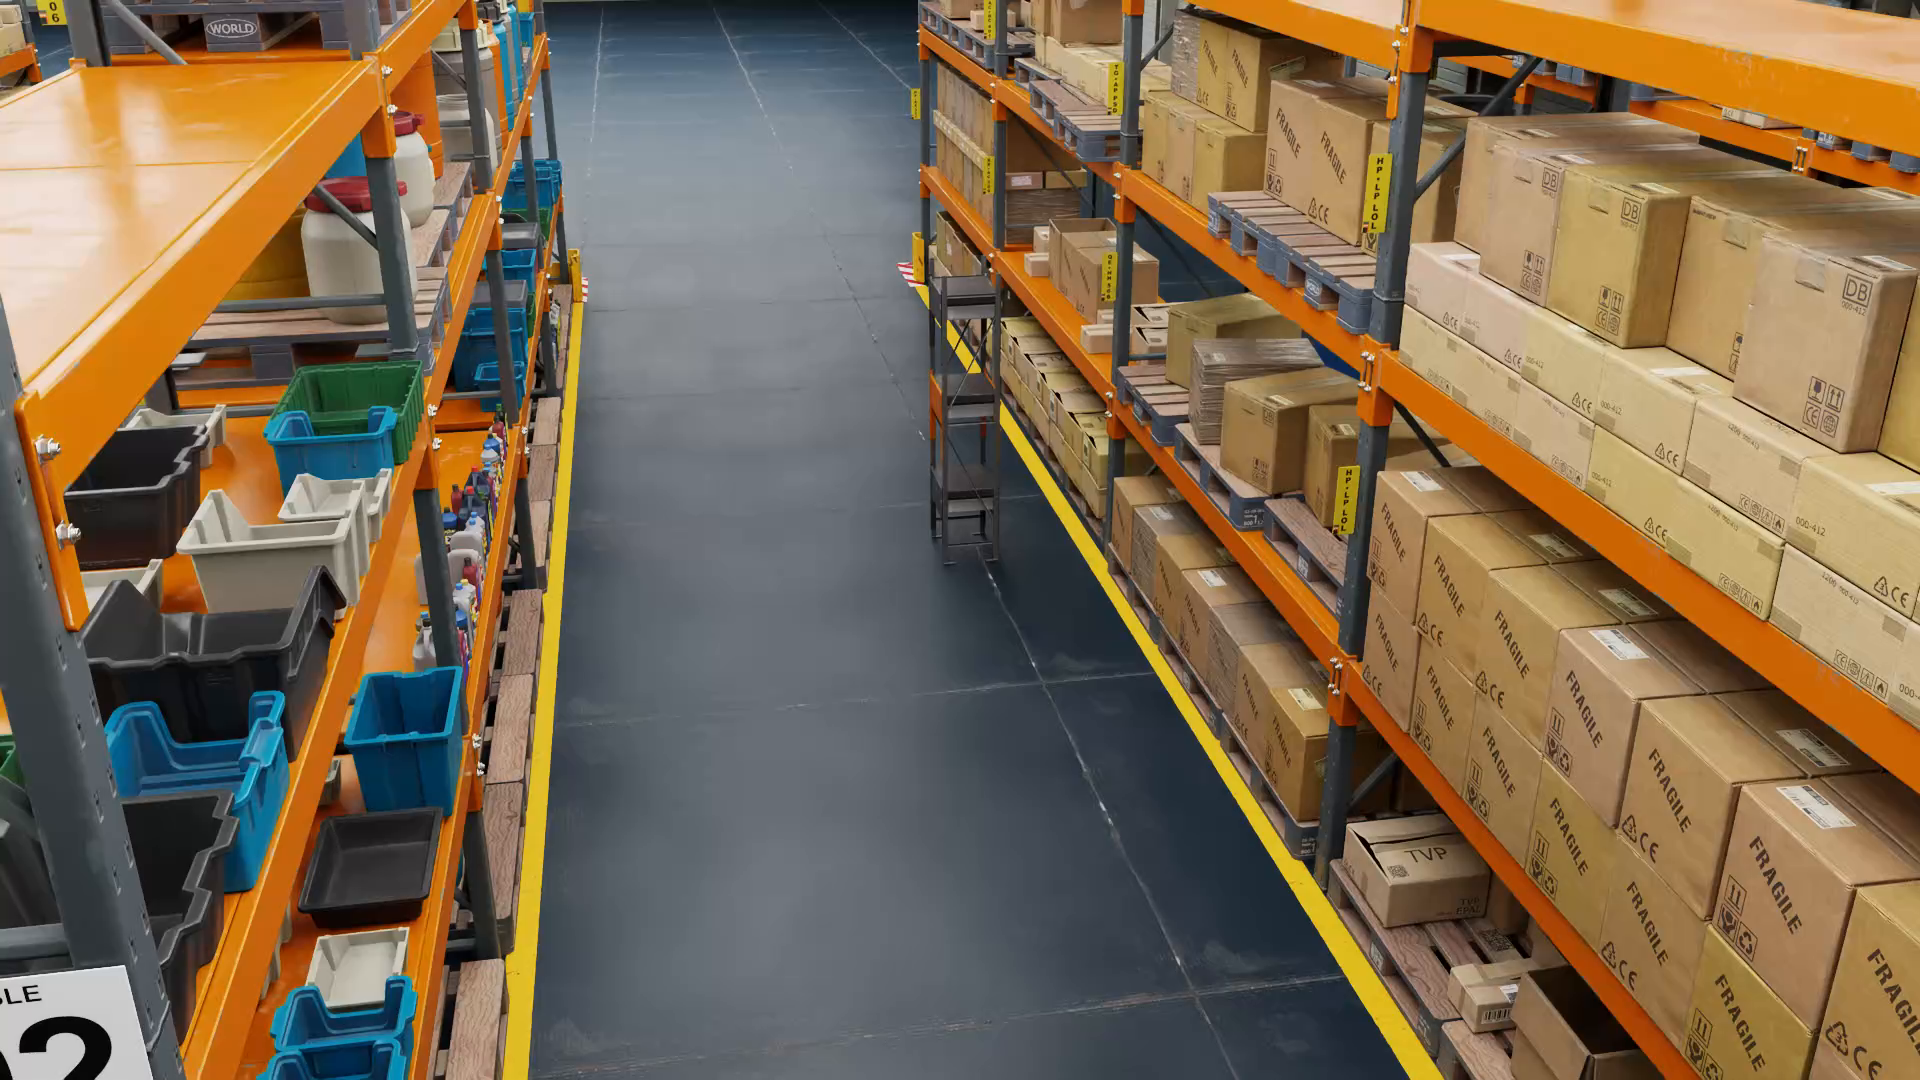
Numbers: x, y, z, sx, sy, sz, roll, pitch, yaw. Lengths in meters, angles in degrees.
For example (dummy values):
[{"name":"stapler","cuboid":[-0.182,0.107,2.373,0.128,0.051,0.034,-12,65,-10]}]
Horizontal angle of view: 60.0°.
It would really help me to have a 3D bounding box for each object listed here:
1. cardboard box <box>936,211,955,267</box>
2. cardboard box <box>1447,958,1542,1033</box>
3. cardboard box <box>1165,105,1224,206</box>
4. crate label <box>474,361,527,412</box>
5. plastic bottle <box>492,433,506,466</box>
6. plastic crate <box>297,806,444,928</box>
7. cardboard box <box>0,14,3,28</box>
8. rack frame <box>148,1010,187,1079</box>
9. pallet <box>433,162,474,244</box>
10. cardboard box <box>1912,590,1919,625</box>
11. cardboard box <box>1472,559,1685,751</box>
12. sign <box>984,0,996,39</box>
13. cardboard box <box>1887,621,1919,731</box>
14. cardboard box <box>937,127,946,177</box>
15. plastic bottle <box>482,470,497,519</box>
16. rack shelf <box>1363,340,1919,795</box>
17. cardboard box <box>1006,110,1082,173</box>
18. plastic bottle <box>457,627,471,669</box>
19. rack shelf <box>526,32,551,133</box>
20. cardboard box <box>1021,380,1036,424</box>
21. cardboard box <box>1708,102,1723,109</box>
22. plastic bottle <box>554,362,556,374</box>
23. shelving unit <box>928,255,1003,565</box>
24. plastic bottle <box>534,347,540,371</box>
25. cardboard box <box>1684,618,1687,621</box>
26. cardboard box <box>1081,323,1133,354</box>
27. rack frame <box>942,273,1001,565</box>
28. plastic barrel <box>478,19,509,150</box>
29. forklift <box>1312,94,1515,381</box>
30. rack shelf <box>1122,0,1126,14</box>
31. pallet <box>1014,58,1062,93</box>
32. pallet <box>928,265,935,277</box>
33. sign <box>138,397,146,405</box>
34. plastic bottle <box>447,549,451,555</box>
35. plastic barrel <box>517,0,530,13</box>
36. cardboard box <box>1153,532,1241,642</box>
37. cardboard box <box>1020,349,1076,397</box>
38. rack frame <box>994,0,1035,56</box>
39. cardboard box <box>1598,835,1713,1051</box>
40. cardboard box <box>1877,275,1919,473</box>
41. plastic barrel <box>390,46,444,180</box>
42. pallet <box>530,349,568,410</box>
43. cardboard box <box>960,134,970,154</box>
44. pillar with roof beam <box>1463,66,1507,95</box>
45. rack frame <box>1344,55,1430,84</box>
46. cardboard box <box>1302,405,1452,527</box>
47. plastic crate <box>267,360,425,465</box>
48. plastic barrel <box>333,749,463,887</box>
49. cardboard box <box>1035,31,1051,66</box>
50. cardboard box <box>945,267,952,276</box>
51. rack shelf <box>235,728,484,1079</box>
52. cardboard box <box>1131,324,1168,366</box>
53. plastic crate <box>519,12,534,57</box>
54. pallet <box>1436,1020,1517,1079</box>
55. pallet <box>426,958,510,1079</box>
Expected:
[{"name":"cardboard box","cuboid":[0.034,-3.261,17.942,0.500,0.500,0.500,-4,24,-10]},{"name":"cardboard box","cuboid":[2.313,1.929,7.076,0.380,0.166,0.250,-4,24,-10]},{"name":"cardboard box","cuboid":[1.746,-2.312,9.924,0.910,0.500,0.500,-4,24,-10]},{"name":"crate label","cuboid":[-3.040,-1.013,11.032,0.303,0.233,0.416,-4,24,-10]},{"name":"plastic bottle","cuboid":[-2.790,-0.541,9.988,0.097,0.201,0.097,0,24,0]},{"name":"plastic crate","cuboid":[-2.120,1.196,6.033,0.437,0.125,0.590,-4,24,-10]},{"name":"cardboard box","cuboid":[-9.228,-4.869,15.591,0.380,0.149,0.250,-5,24,-12]},{"name":"rack frame","cuboid":[-1.851,2.250,3.350,1.000,3.000,0.127,-4,24,-10]},{"name":"pallet","cuboid":[-3.285,-1.877,9.287,1.003,0.211,1.213,-4,24,-10]},{"name":"cardboard box","cuboid":[2.672,0.167,3.935,0.500,0.250,0.500,-4,24,-10]},{"name":"cardboard box","cuboid":[2.279,0.419,6.169,0.500,0.500,0.500,-5,24,-11]},{"name":"sign","cuboid":[0.253,-4.441,14.179,0.100,0.325,0.005,-4,24,-10]},{"name":"cardboard box","cuboid":[2.663,0.397,4.034,0.500,0.250,0.500,-4,24,-10]},{"name":"cardboard box","cuboid":[0.133,-4.270,18.153,0.700,0.500,0.500,-4,24,-10]},{"name":"plastic bottle","cuboid":[-2.625,-0.266,9.257,0.061,0.283,0.133,-4,24,-10]},{"name":"rack shelf","cuboid":[2.648,0.053,5.531,1.077,0.370,4.000,-4,24,-10]},{"name":"cardboard box","cuboid":[0.710,-3.649,15.113,0.700,0.500,0.500,-4,24,-9]},{"name":"plastic bottle","cuboid":[-2.303,0.495,7.616,0.097,0.201,0.097,0,24,0]},{"name":"rack shelf","cuboid":[-4.440,-4.302,15.502,1.077,0.370,4.000,-4,24,-10]},{"name":"cardboard box","cuboid":[0.821,-1.186,14.128,0.500,0.250,0.500,-5,24,-11]},{"name":"cardboard box","cuboid":[6.257,-3.578,12.792,0.797,0.503,0.637,-1,24,-2]},{"name":"plastic bottle","cuboid":[-3.698,-1.579,14.977,0.097,0.271,0.097,0,24,0]},{"name":"shelving unit","cuboid":[0.031,-0.897,11.681,0.431,2.100,0.503,-4,24,-10]},{"name":"plastic bottle","cuboid":[-3.889,-1.702,15.242,0.061,0.283,0.133,-4,24,-10]},{"name":"cardboard box","cuboid":[2.816,0.387,6.242,0.500,0.500,0.500,-4,24,-9]},{"name":"cardboard box","cuboid":[1.100,-1.480,12.205,0.380,0.149,0.250,-4,24,-10]},{"name":"rack frame","cuboid":[0.076,-0.801,11.461,0.400,2.100,0.015,-4,24,-10]},{"name":"plastic barrel","cuboid":[-3.390,-3.064,11.234,0.600,0.830,0.708,-4,24,-10]},{"name":"forklift","cuboid":[3.937,-1.815,12.743,1.130,2.935,3.031,-8,25,-17]},{"name":"rack shelf","cuboid":[1.168,-4.285,12.216,1.077,0.370,4.000,-4,24,-10]},{"name":"pallet","cuboid":[0.974,-3.776,13.639,0.805,0.209,1.217,-5,24,-12]},{"name":"pallet","cuboid":[0.241,-2.833,18.472,1.003,0.211,1.213,-4,24,-10]},{"name":"sign","cuboid":[-3.132,-0.662,6.259,0.100,0.325,0.005,-4,24,-10]},{"name":"plastic bottle","cuboid":[-2.635,0.119,8.479,0.097,0.201,0.097,0,24,0]},{"name":"plastic barrel","cuboid":[-4.474,-5.258,16.033,0.600,0.588,0.600,0,24,0]},{"name":"cardboard box","cuboid":[1.532,0.286,10.422,0.500,0.500,0.500,-5,24,-10]},{"name":"cardboard box","cuboid":[0.814,-1.443,14.016,0.500,0.311,0.500,-5,24,-11]},{"name":"rack frame","cuboid":[0.799,-5.584,13.793,1.000,3.000,0.127,-4,24,-10]},{"name":"cardboard box","cuboid":[2.481,1.283,5.440,0.500,0.500,0.500,-4,24,-9]},{"name":"cardboard box","cuboid":[2.897,-0.397,4.290,0.700,0.500,0.500,-4,24,-10]},{"name":"plastic barrel","cuboid":[-3.228,-2.437,9.273,0.600,0.830,0.708,-4,24,-10]},{"name":"pallet","cuboid":[-4.153,-1.459,15.328,1.003,0.211,1.213,-4,24,-10]},{"name":"cardboard box","cuboid":[0.203,-3.977,16.672,0.380,0.149,0.250,-4,24,-9]},{"name":"pillar with roof beam","cuboid":[1.675,-6.996,17.025,9.100,9.000,0.400,-4,24,-10]},{"name":"rack frame","cuboid":[4.926,-4.777,19.439,1.000,3.000,0.127,-4,24,-10]},{"name":"cardboard box","cuboid":[2.221,-0.395,8.758,0.700,0.500,0.500,-1,24,-1]},{"name":"plastic crate","cuboid":[-2.215,-0.457,6.064,0.450,0.188,0.662,-4,24,-10]},{"name":"plastic barrel","cuboid":[-2.675,1.231,7.782,0.600,0.901,0.708,-4,24,-10]},{"name":"cardboard box","cuboid":[0.903,-4.090,13.783,0.500,0.250,0.500,-2,24,-4]},{"name":"cardboard box","cuboid":[0.128,-2.720,17.642,0.500,0.250,0.500,-4,24,-10]},{"name":"rack shelf","cuboid":[-2.221,1.793,5.296,1.077,0.370,4.000,-4,24,-10]},{"name":"cardboard box","cuboid":[1.514,-1.367,11.744,0.500,0.311,0.500,-3,24,-6]},{"name":"plastic crate","cuboid":[-4.161,-4.683,15.496,0.392,0.384,0.575,-4,24,-10]},{"name":"pallet","cuboid":[2.633,2.341,6.627,1.003,0.211,1.213,-4,24,-10]},{"name":"pallet","cuboid":[-2.417,2.241,6.855,1.003,0.211,1.213,-4,24,-10]}]
